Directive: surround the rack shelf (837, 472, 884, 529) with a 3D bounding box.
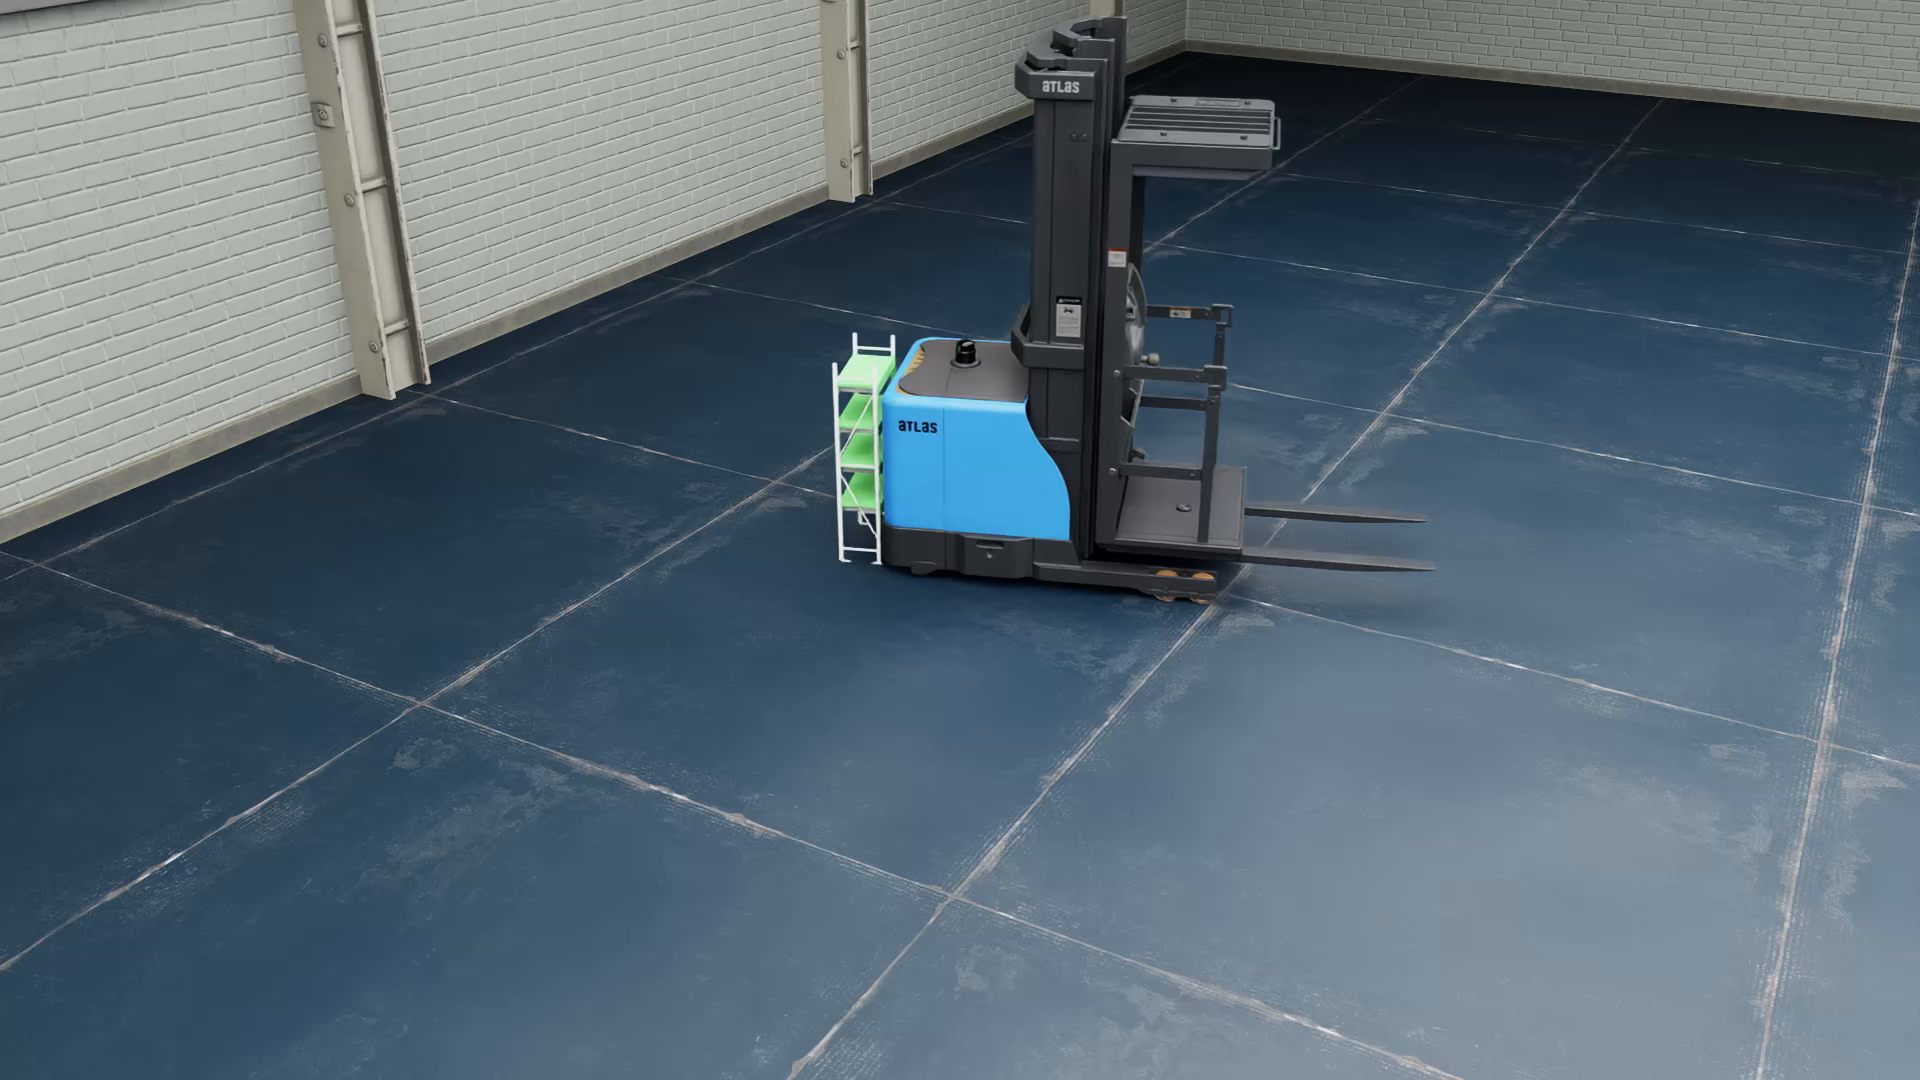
[{"bbox_3d":[-0.528,-0.245,9.577,0.258,0.148,0.480,4,27,9],"label":"rack shelf"}]

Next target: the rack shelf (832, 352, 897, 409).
[{"bbox_3d":[-0.528,-0.889,9.255,0.258,0.148,0.480,4,27,9],"label":"rack shelf"}]

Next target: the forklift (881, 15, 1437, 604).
[{"bbox_3d":[1.129,-1.220,8.914,3.031,2.935,1.130,5,27,9],"label":"forklift"}]

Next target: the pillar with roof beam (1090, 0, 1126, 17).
[{"bbox_3d":[5.599,-8.850,17.376,9.100,9.000,0.400,14,30,26],"label":"pillar with roof beam"}]

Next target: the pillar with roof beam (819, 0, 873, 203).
[{"bbox_3d":[2.648,-6.512,12.705,9.100,9.000,0.400,14,30,26],"label":"pillar with roof beam"}]

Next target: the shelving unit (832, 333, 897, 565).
[{"bbox_3d":[-0.528,-0.517,9.441,0.258,1.200,0.503,4,27,9],"label":"shelving unit"}]

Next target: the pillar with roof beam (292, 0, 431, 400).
[{"bbox_3d":[-0.304,-4.173,8.034,9.100,9.000,0.400,14,30,26],"label":"pillar with roof beam"}]

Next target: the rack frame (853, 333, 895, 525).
[{"bbox_3d":[-0.487,-0.624,9.657,0.240,1.200,0.015,4,27,9],"label":"rack frame"}]

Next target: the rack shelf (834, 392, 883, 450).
[{"bbox_3d":[-0.528,-0.674,9.363,0.258,0.148,0.480,4,27,9],"label":"rack shelf"}]

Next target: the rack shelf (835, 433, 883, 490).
[{"bbox_3d":[-0.528,-0.459,9.470,0.258,0.148,0.480,4,27,9],"label":"rack shelf"}]

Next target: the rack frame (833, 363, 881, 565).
[{"bbox_3d":[-0.568,-0.409,9.226,0.240,1.200,0.015,4,27,9],"label":"rack frame"}]
